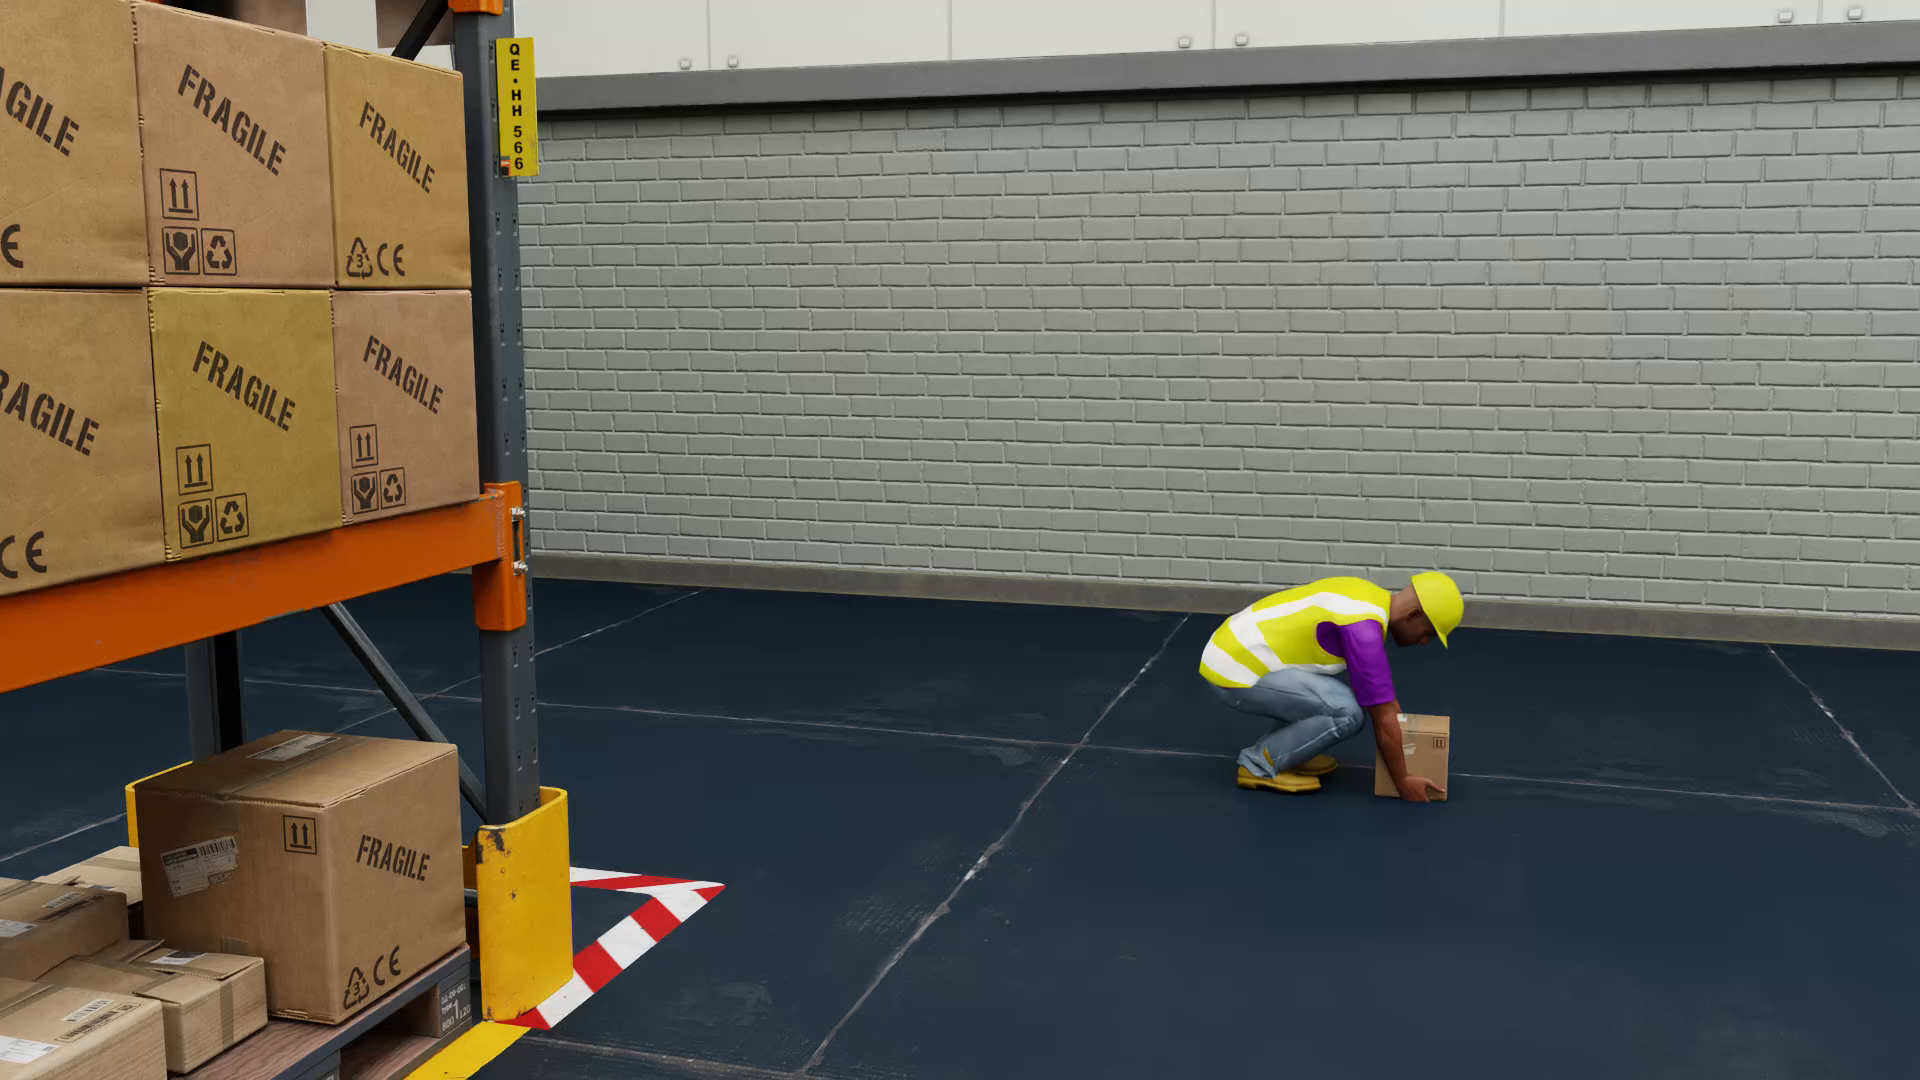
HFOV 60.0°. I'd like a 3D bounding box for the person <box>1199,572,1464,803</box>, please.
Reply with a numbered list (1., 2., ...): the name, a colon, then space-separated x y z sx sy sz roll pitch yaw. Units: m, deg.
1. person: 1.364 0.543 6.155 0.934 0.886 0.541 2 9 15
